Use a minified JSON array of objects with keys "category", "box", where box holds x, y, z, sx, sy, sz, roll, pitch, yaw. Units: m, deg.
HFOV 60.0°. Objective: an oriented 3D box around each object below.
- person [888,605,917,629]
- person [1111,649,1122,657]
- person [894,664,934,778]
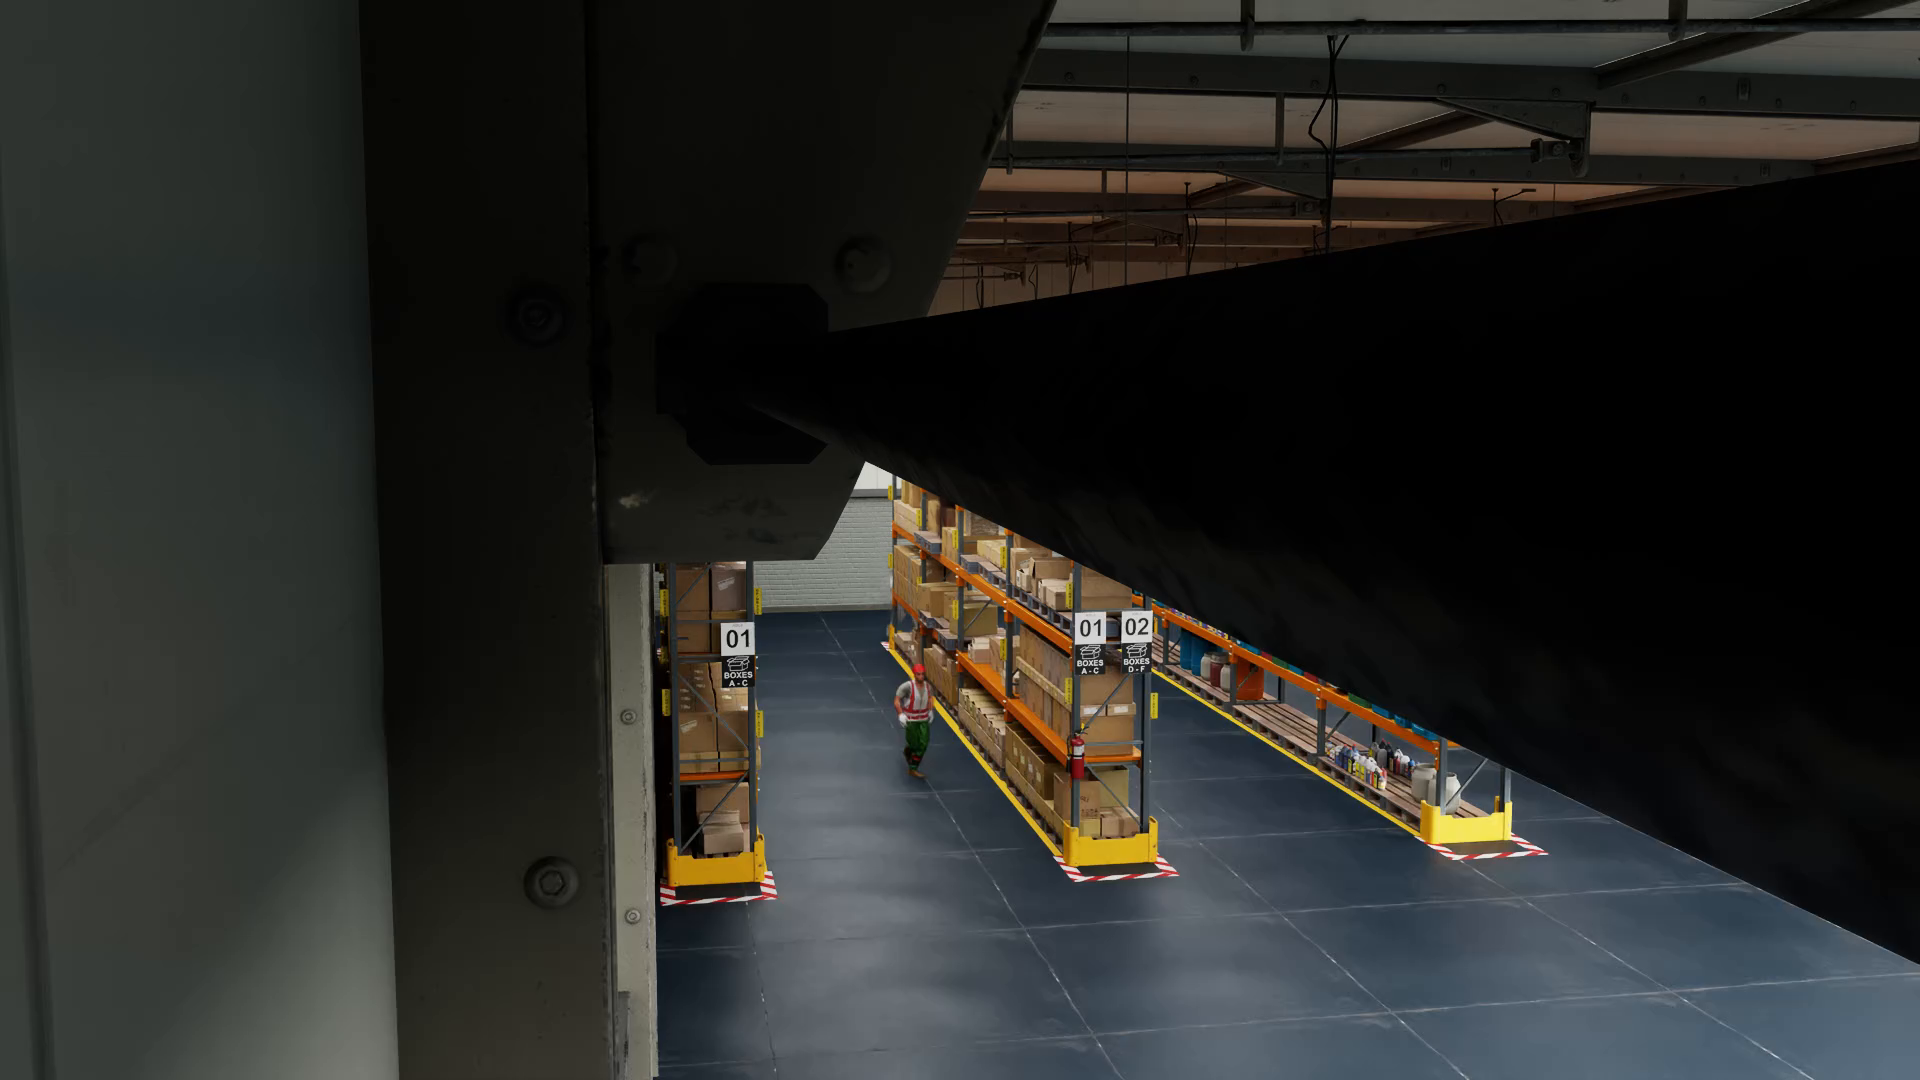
[{"category":"person","box":[-1.136,1.391,37.830,0.968,1.684,0.599,3,7,29]},{"category":"person","box":[2.515,2.478,27.775,0.733,1.712,0.845,0,6,-1]},{"category":"person","box":[-0.708,2.734,25.390,0.700,1.752,0.624,-3,7,-25]}]
